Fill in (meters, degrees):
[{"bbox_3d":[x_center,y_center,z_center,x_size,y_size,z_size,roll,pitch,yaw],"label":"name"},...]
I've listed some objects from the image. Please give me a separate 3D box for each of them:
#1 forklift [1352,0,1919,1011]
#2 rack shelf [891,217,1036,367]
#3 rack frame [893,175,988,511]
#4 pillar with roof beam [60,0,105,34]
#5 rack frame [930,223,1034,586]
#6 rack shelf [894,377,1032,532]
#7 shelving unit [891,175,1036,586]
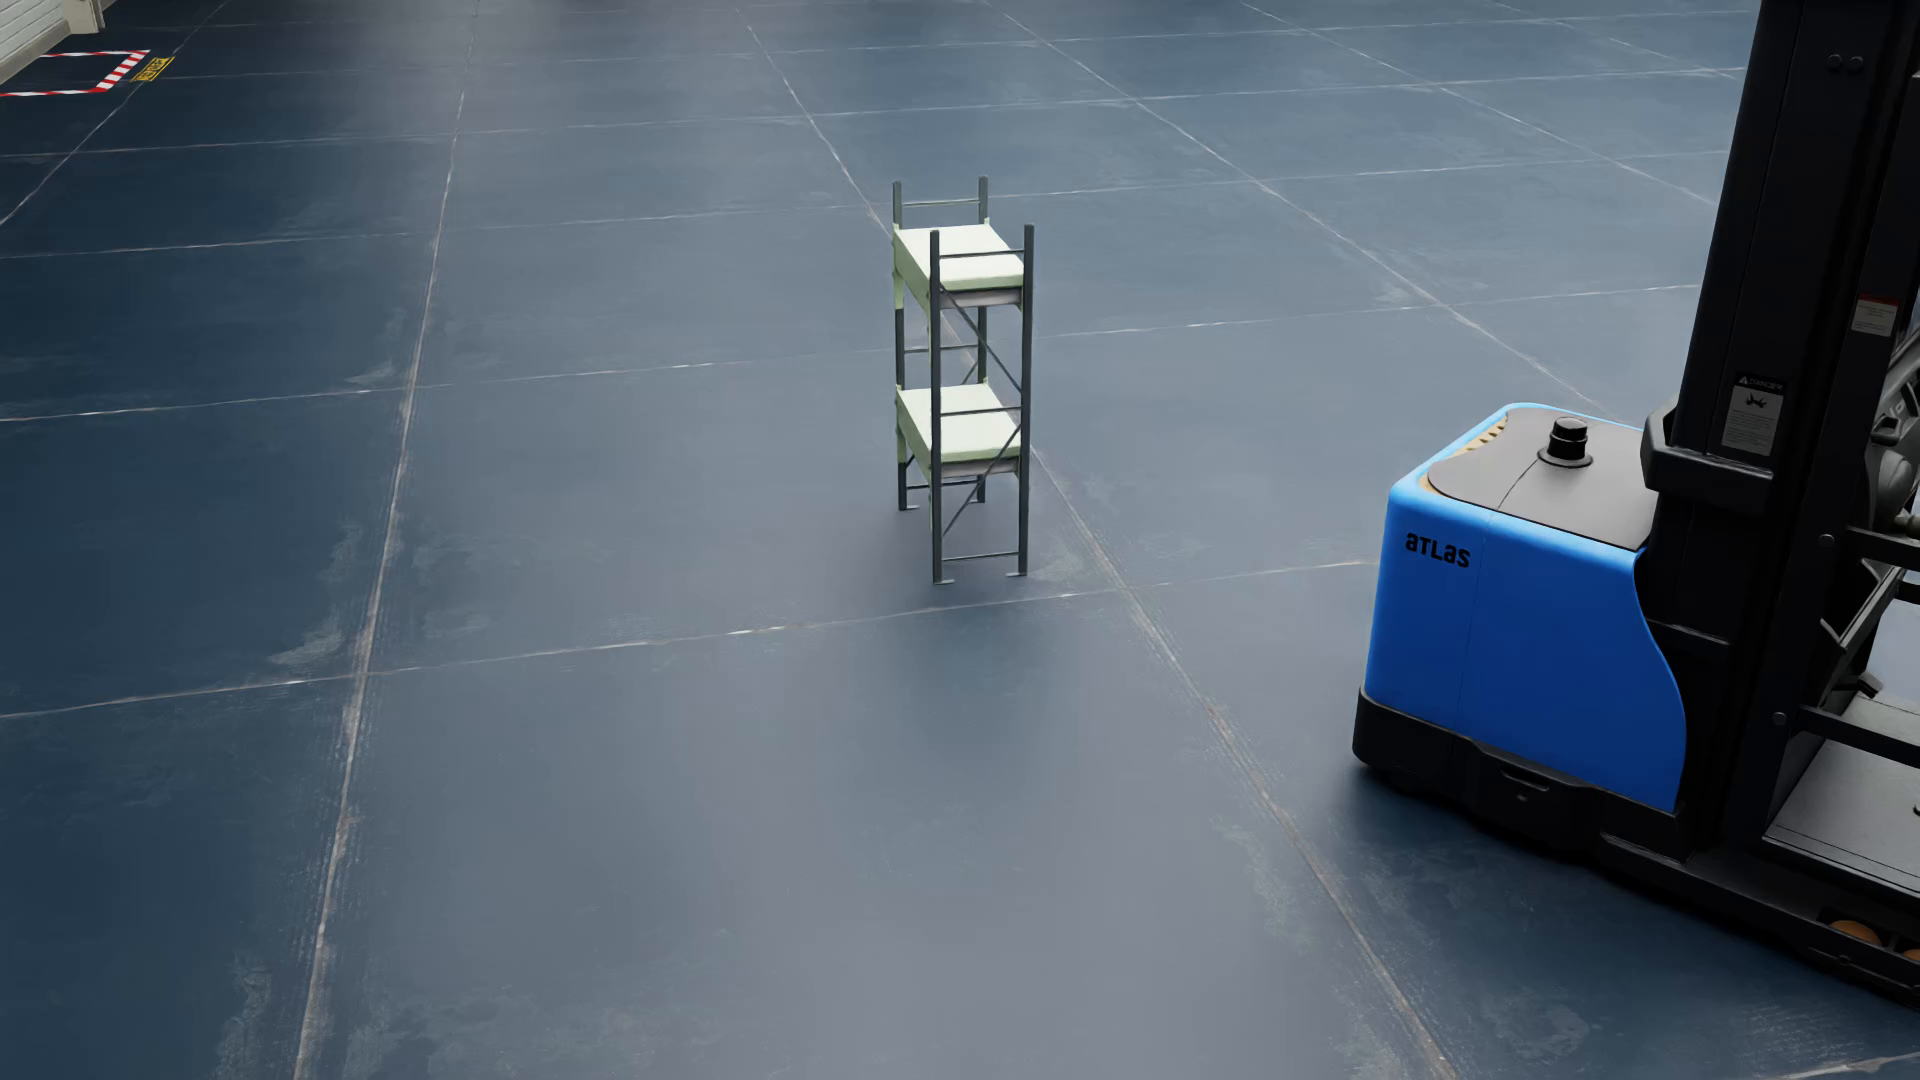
[{"bbox_3d":[2.794,-0.264,4.520,3.031,2.935,1.130,21,33,35],"label":"forklift"},{"bbox_3d":[0.002,-1.015,6.730,0.431,0.370,0.720,-6,27,-12],"label":"rack shelf"},{"bbox_3d":[-0.081,-0.827,7.225,0.400,1.500,0.023,-6,27,-12],"label":"rack frame"},{"bbox_3d":[-5.500,-10.110,17.294,9.100,9.000,0.400,-6,27,-12],"label":"pillar with roof beam"},{"bbox_3d":[0.084,-0.506,6.588,0.400,1.500,0.023,-6,27,-12],"label":"rack frame"},{"bbox_3d":[0.002,-0.376,7.053,0.431,0.370,0.720,-6,27,-12],"label":"rack shelf"},{"bbox_3d":[0.002,-0.667,6.906,0.431,1.500,0.755,-6,27,-12],"label":"shelving unit"}]
